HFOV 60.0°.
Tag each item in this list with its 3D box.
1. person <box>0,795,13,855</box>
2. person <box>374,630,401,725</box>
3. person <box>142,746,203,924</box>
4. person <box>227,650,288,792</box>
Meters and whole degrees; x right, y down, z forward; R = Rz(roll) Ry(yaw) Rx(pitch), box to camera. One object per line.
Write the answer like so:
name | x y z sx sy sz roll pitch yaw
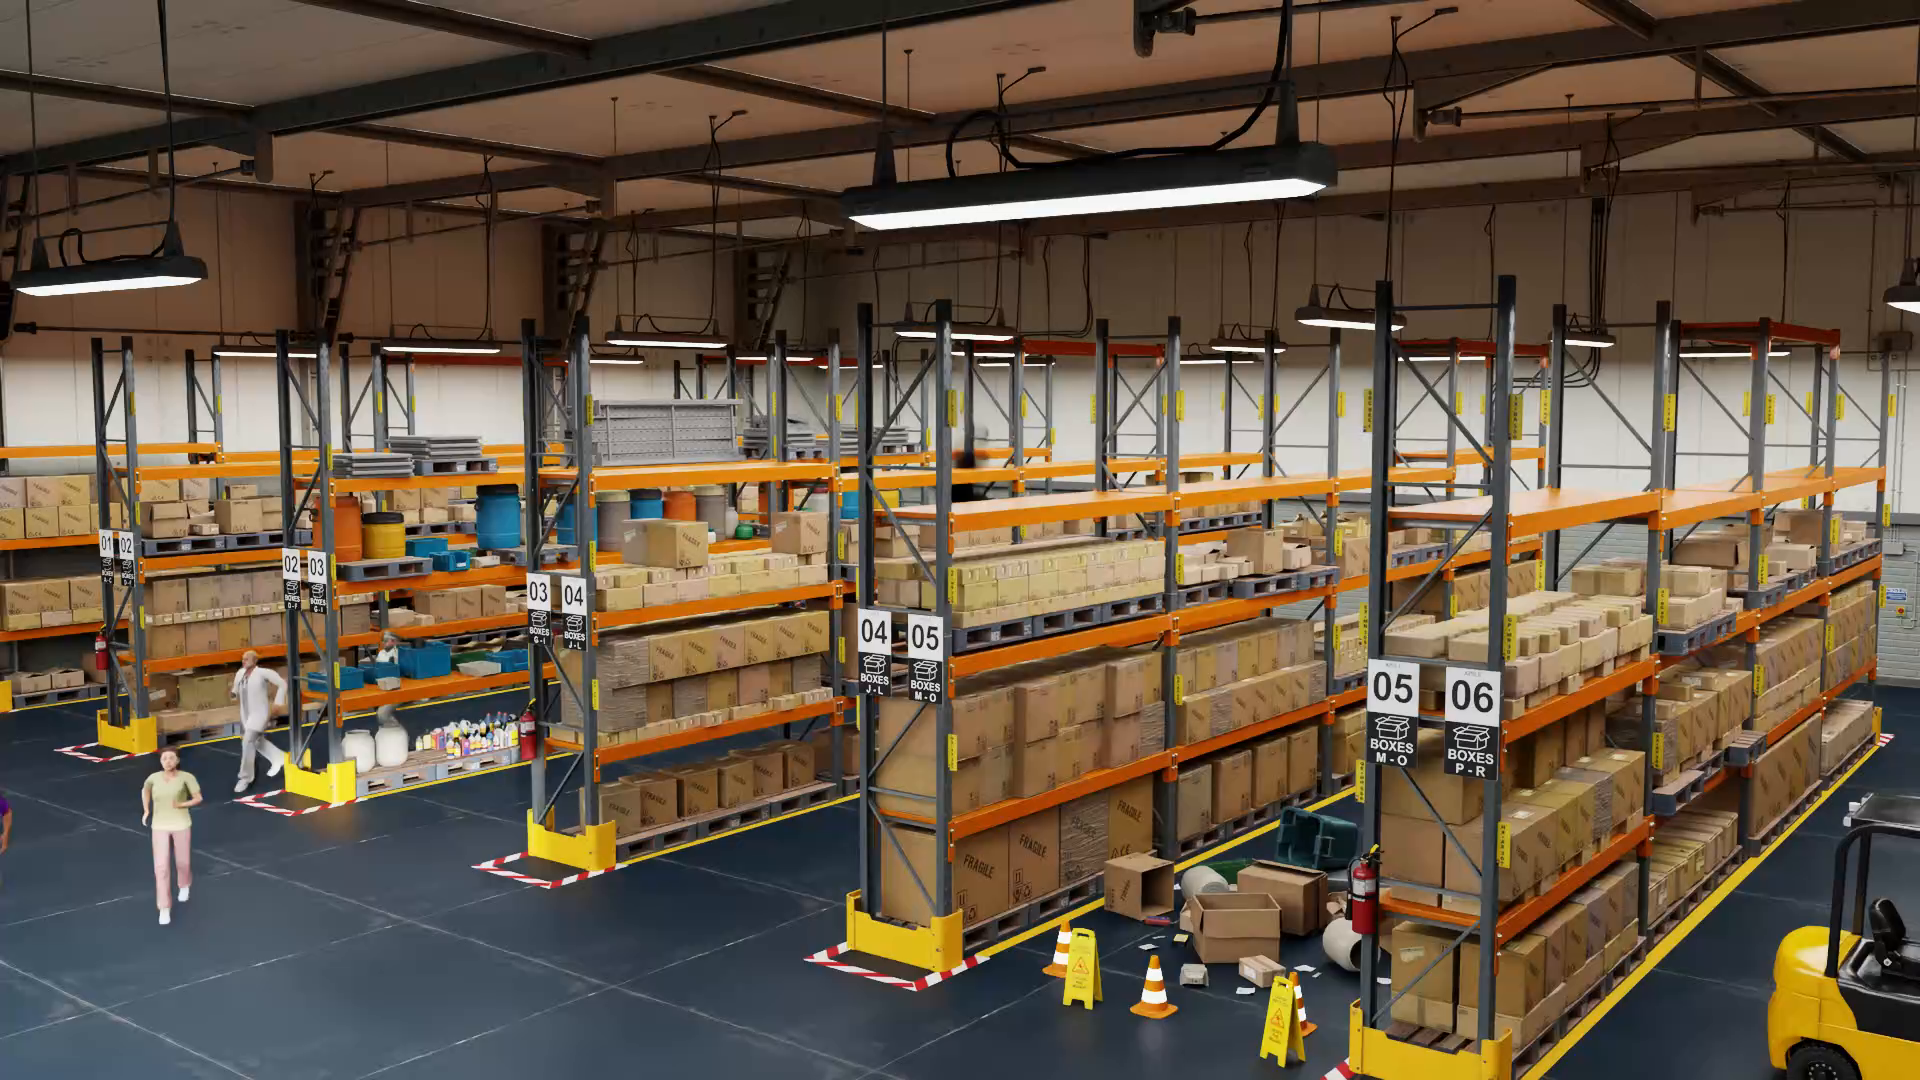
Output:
person | -9.218 2.942 15.470 0.725 1.774 0.842 -3 6 -28
person | -8.295 2.200 24.078 0.645 1.789 0.651 3 6 35
person | -7.820 2.866 16.510 0.577 1.664 0.946 -2 5 -19
person | -9.379 2.360 22.128 0.733 1.810 0.956 2 6 26
